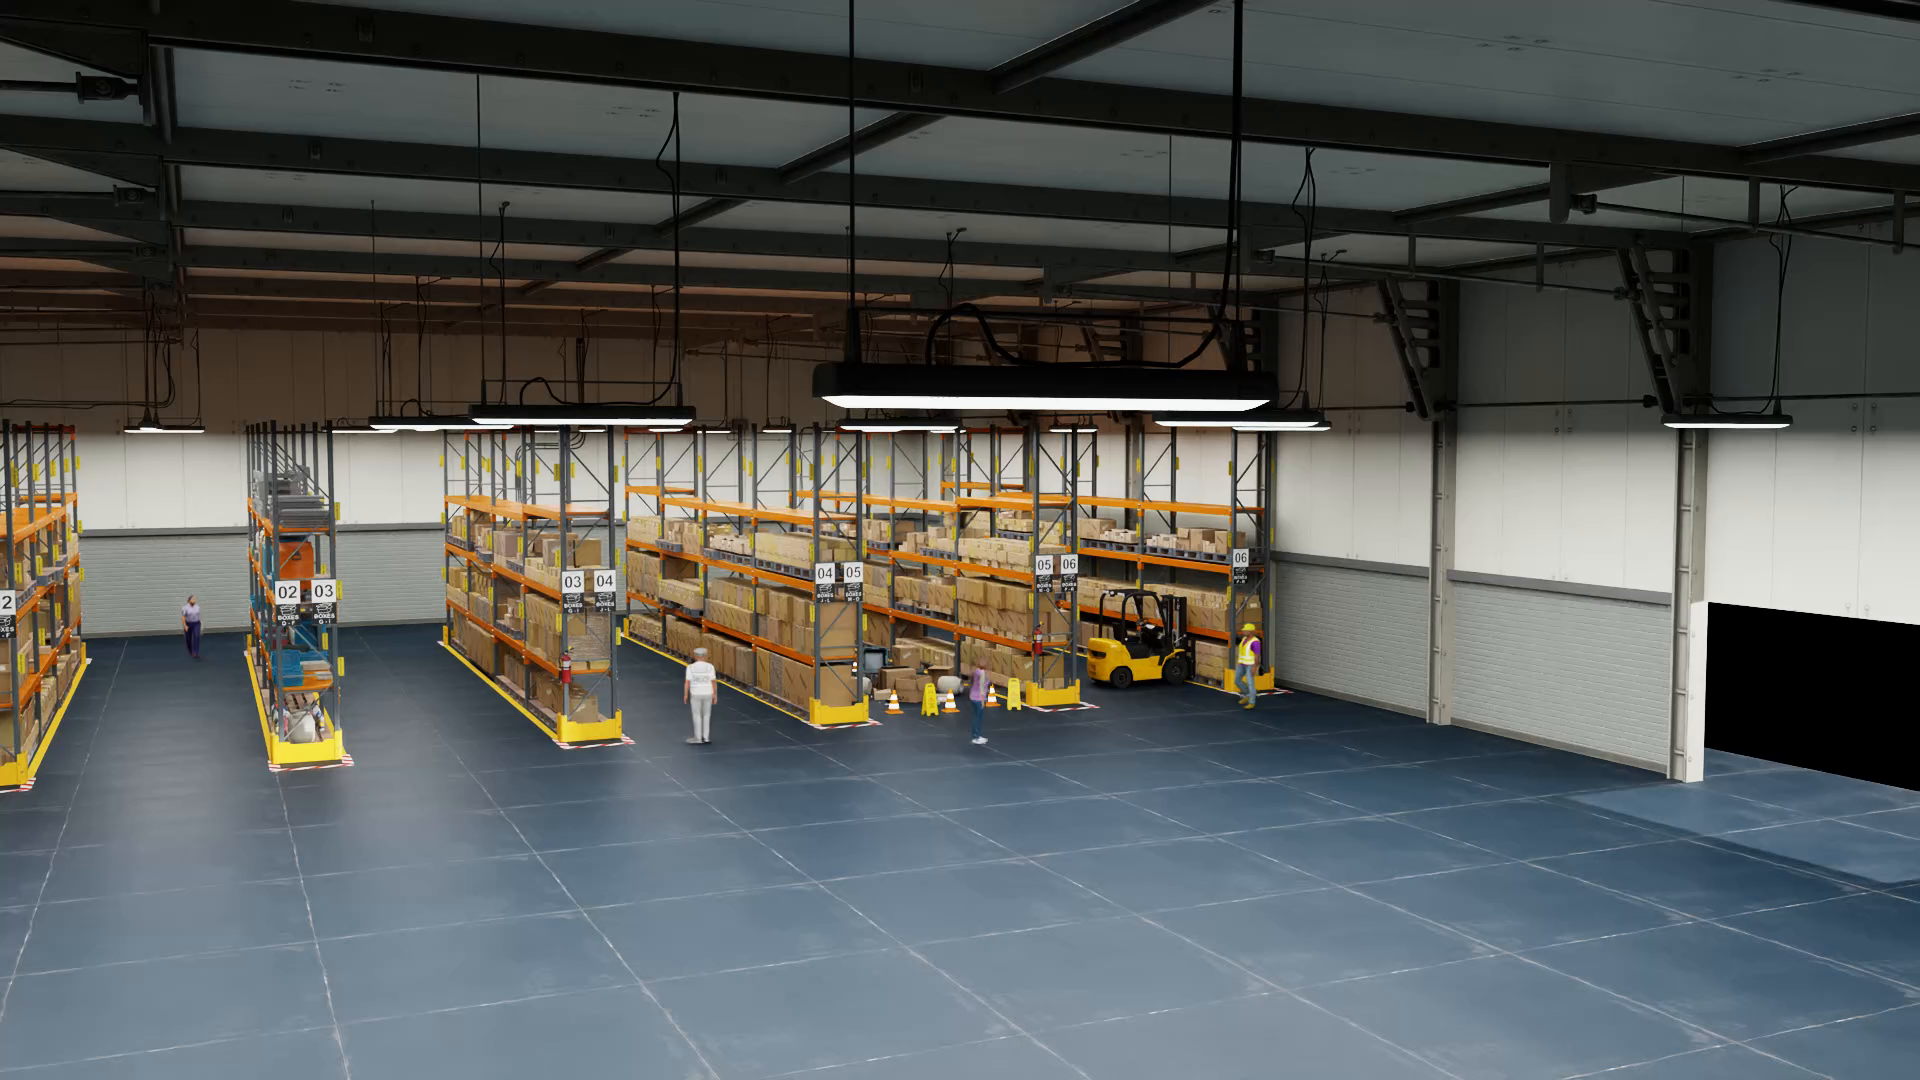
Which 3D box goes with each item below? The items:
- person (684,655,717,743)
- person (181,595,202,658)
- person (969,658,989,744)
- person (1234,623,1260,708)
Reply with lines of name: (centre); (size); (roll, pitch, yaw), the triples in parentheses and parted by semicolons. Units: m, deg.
person: (-4.841, 2.928, 31.032); (0.602, 1.757, 0.419); (-1, 4, -15)
person: (-19.870, 2.234, 43.014); (0.459, 1.607, 0.928); (-1, 4, -18)
person: (0.361, 2.994, 30.984); (0.362, 1.605, 0.440); (-1, 4, -16)
person: (6.067, 2.637, 35.091); (0.492, 1.768, 0.653); (-3, 4, -36)
